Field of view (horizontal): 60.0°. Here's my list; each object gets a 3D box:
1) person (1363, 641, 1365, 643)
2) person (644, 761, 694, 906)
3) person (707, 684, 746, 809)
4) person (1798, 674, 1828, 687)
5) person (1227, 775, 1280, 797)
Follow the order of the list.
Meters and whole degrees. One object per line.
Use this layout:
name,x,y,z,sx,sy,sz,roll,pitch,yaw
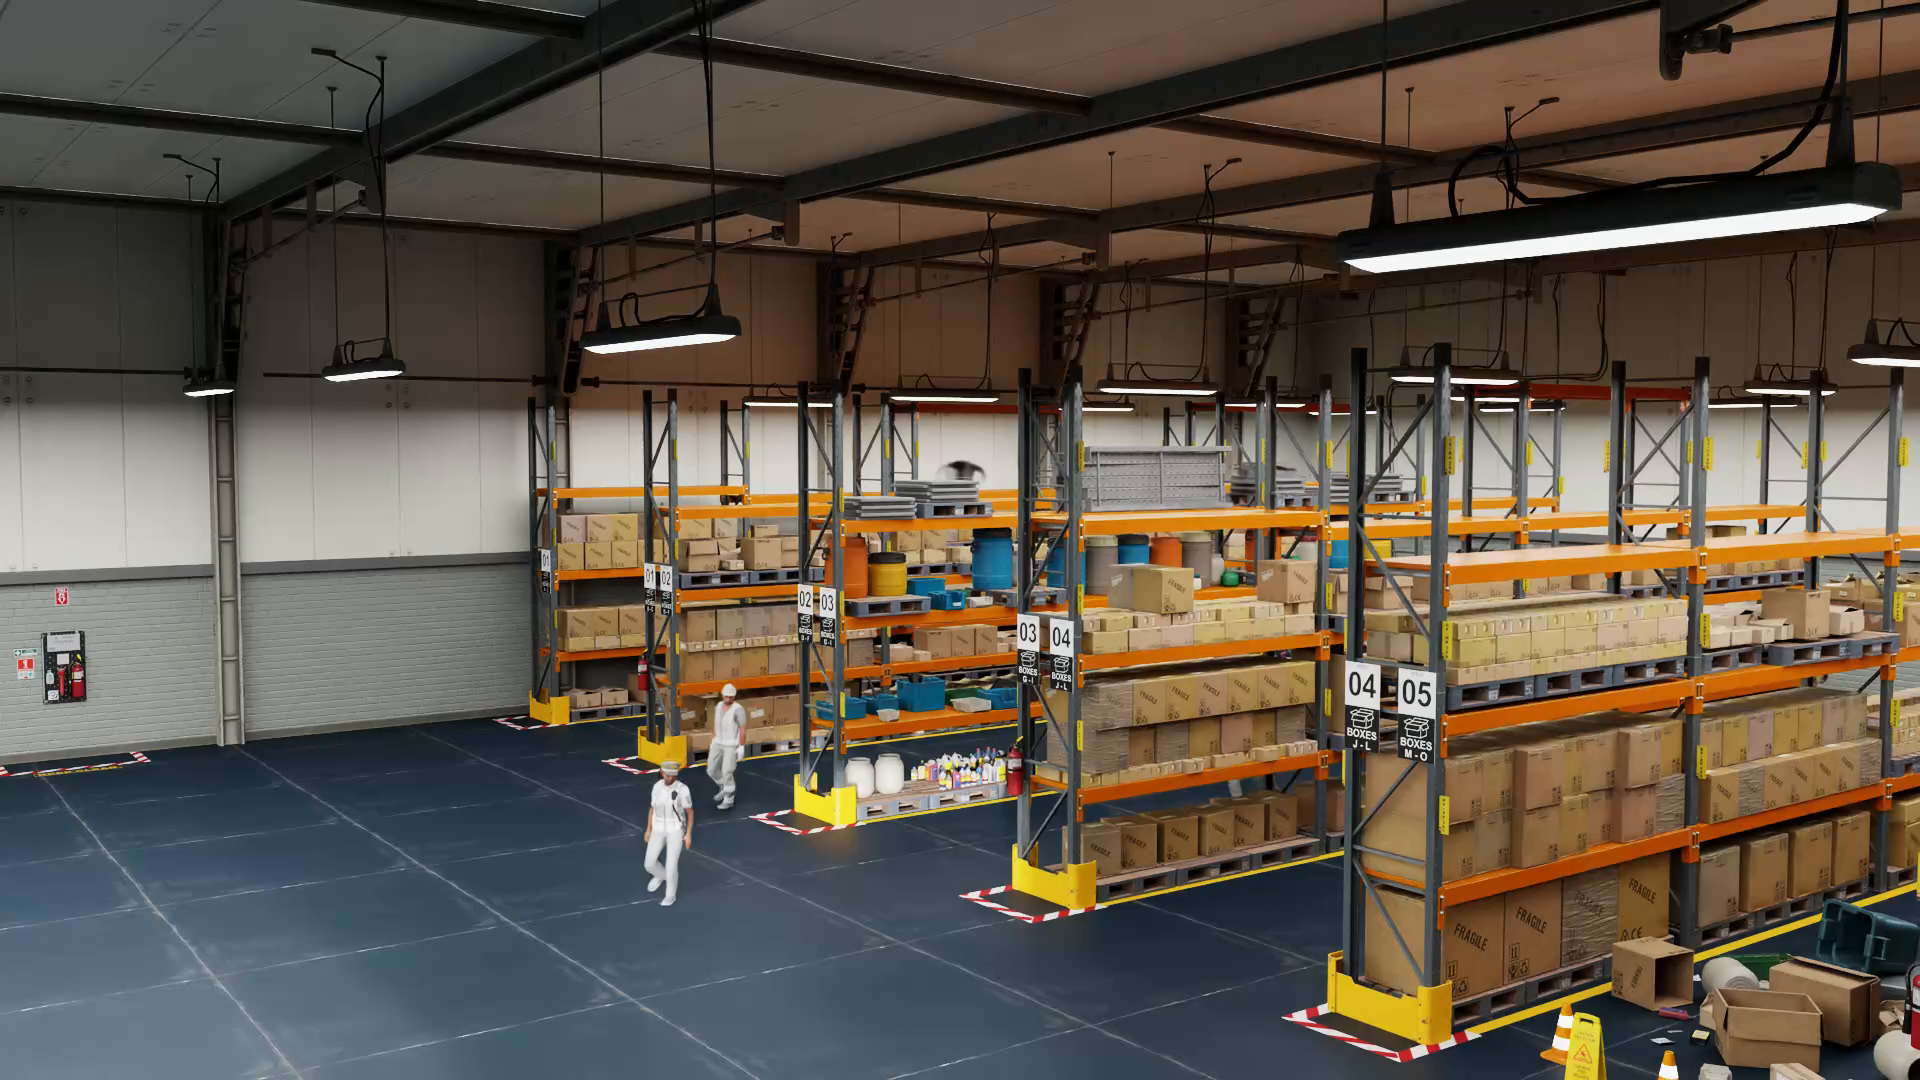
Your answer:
person,8.168,2.340,33.477,0.653,1.678,0.575,-3,4,-41
person,-3.238,3.249,18.562,0.651,1.624,0.565,1,3,9
person,-3.250,2.878,23.331,0.678,1.766,0.492,2,4,30
person,15.538,2.542,30.455,0.721,1.521,0.924,1,4,16
person,4.106,3.017,23.469,1.069,1.531,0.604,-2,4,-28
